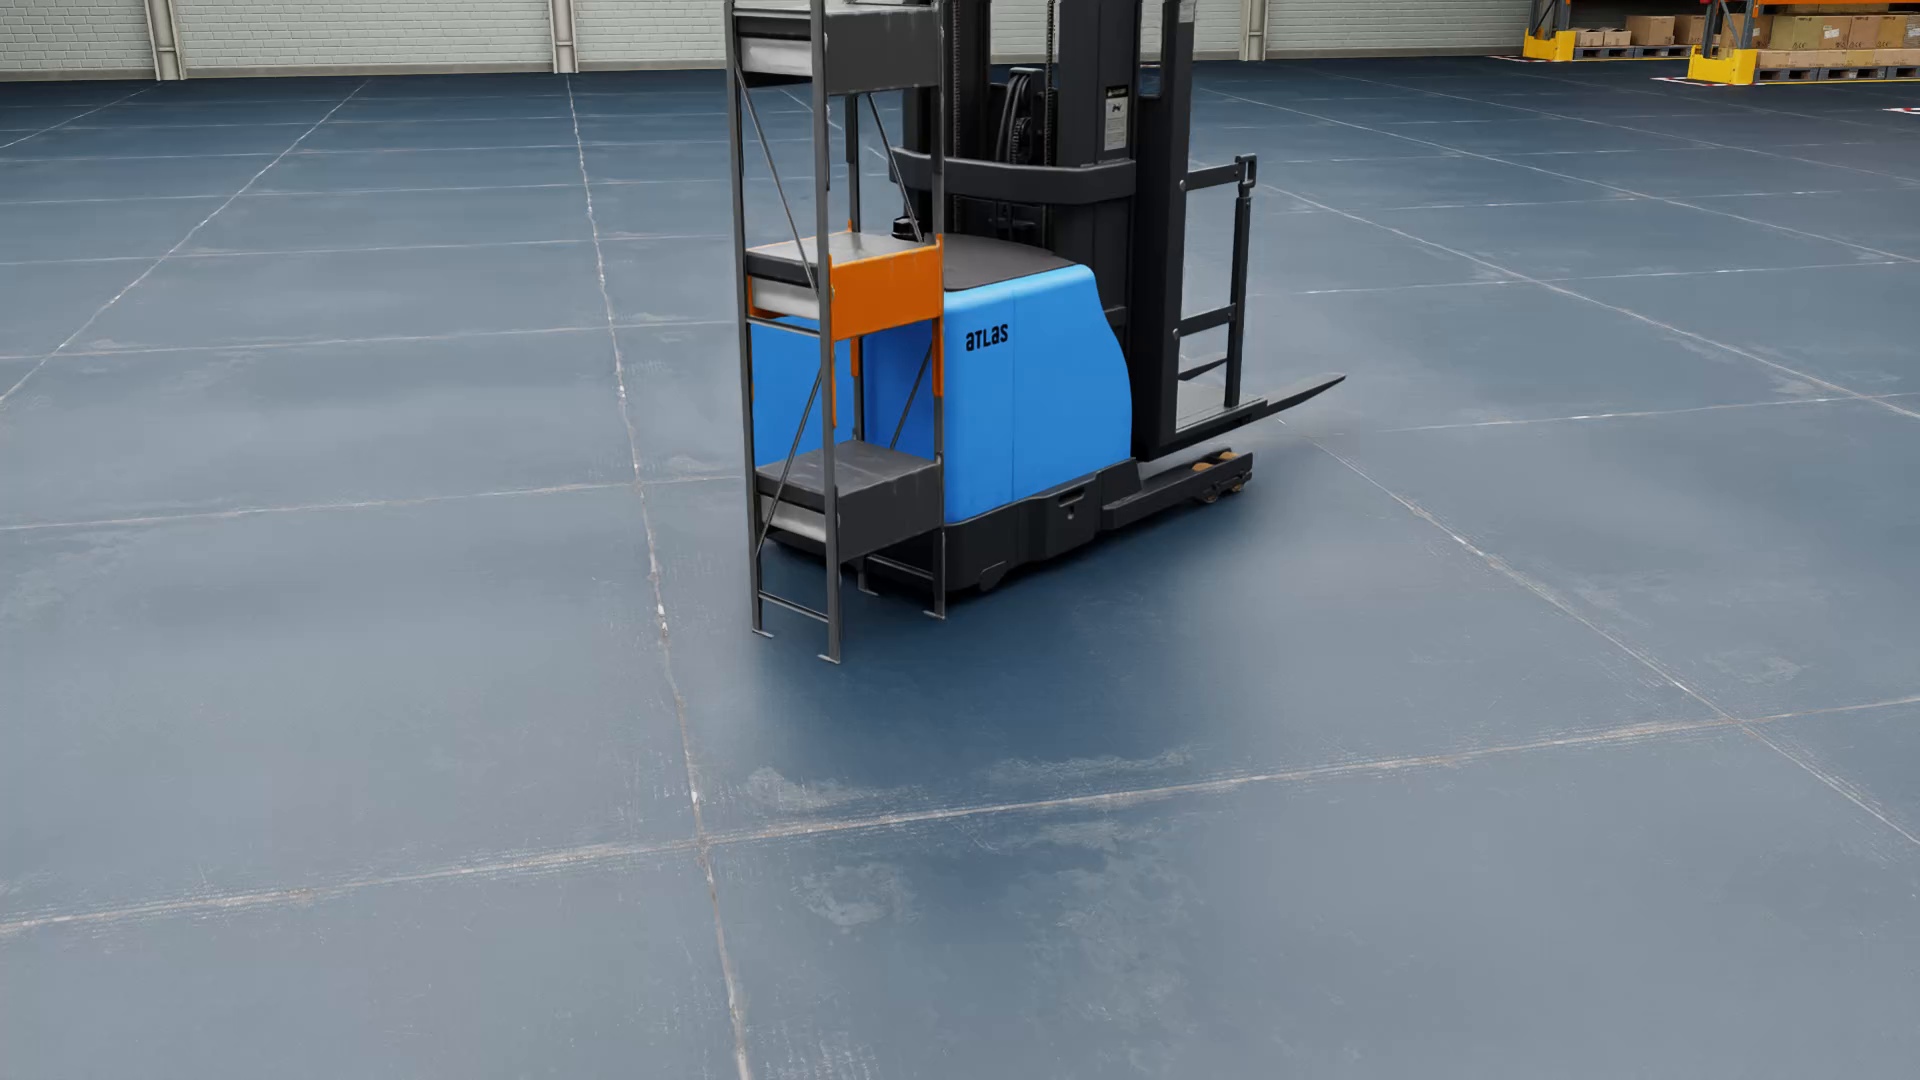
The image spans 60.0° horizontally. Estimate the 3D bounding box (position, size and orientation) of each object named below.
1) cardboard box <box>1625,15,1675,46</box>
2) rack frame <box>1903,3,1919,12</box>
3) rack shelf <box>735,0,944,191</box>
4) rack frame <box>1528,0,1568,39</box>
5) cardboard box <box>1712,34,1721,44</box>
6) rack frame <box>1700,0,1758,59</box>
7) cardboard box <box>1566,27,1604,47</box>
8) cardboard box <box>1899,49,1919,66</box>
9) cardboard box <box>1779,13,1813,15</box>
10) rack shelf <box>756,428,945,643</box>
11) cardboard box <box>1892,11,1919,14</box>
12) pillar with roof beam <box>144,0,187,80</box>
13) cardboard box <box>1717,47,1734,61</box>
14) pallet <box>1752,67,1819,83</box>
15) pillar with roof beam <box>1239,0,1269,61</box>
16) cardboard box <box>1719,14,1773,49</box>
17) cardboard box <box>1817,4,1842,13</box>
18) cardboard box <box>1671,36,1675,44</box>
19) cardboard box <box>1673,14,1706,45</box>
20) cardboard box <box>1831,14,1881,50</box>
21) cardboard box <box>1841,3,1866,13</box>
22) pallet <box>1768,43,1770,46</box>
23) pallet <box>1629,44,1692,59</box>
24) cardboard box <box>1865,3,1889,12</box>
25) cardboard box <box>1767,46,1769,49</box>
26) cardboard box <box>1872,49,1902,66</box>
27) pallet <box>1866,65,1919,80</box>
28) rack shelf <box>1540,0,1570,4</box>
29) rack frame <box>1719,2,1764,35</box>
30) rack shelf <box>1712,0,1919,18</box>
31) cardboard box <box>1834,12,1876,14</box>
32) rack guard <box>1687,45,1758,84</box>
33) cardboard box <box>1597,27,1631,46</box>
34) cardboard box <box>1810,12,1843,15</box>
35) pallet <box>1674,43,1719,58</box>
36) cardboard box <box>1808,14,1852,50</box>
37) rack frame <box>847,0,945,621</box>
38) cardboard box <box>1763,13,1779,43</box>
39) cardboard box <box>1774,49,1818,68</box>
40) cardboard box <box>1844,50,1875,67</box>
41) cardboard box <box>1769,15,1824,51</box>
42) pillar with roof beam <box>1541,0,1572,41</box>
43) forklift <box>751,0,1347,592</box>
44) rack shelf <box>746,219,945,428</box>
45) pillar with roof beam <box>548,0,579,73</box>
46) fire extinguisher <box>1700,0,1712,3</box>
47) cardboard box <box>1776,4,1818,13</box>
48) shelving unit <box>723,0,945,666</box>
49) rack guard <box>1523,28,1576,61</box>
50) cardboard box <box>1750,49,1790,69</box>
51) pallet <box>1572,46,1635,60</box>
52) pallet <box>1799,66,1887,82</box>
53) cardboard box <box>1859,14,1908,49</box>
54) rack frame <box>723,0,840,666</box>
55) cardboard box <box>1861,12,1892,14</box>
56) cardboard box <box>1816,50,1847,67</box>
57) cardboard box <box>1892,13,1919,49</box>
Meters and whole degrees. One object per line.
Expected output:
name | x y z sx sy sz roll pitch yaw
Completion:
cardboard box | 12.562 -9.293 30.318 0.500 0.500 0.700 -6 21 -16
rack frame | 18.373 -10.783 31.389 0.127 3.000 1.000 -5 21 -12
rack shelf | -0.367 -1.343 4.933 0.431 0.518 0.480 17 26 39
rack frame | 10.588 -10.149 29.661 0.127 3.000 1.000 -5 21 -12
cardboard box | 13.967 -9.290 30.793 0.250 0.166 0.380 -7 21 -20
rack frame | 11.731 -8.492 25.135 0.127 3.000 1.000 -5 21 -12
cardboard box | 11.282 -9.118 30.115 0.500 0.311 0.500 -7 21 -19
cardboard box | 14.734 -7.568 26.001 0.500 0.250 0.500 -5 21 -12
cardboard box | 13.154 -7.976 26.024 0.500 0.500 0.500 -5 21 -12
rack shelf | -0.367 -0.028 5.414 0.431 0.518 0.480 17 26 39
cardboard box | 15.100 -8.134 26.457 0.500 0.500 0.500 -5 21 -12
pillar with roof beam | -11.296 -9.971 20.451 0.400 9.000 9.100 -5 21 -12
cardboard box | 12.185 -7.539 25.921 0.500 0.250 0.500 -5 21 -12
pallet | 12.466 -7.257 25.818 1.213 0.211 1.003 -5 21 -12
pillar with roof beam | 6.221 -11.395 24.340 0.400 9.000 9.100 -5 21 -12
cardboard box | 12.185 -7.892 25.794 0.500 0.500 0.500 -5 21 -12
cardboard box | 16.126 -9.993 31.138 0.500 0.250 0.500 -5 21 -14
cardboard box | 12.919 -9.214 30.612 0.250 0.149 0.380 -6 21 -17
cardboard box | 13.479 -9.403 30.618 0.500 0.500 0.500 -6 21 -17
cardboard box | 13.765 -7.836 25.641 0.500 0.500 0.500 -5 21 -12
cardboard box | 16.616 -10.027 31.230 0.500 0.250 0.500 -5 21 -13
pallet | 15.238 -9.219 31.174 1.213 0.211 1.003 -5 21 -12
pallet | 12.645 -8.994 30.560 1.213 0.211 1.003 -5 21 -12
cardboard box | 17.115 -10.069 31.345 0.500 0.250 0.500 -4 21 -11
cardboard box | 12.669 -7.583 26.040 0.500 0.250 0.500 -5 21 -12
cardboard box | 14.251 -7.524 25.879 0.500 0.250 0.500 -5 21 -12
pallet | 14.840 -7.450 26.345 1.213 0.211 1.003 -5 21 -12
rack shelf | 12.534 -9.970 30.216 4.000 0.370 1.077 -5 21 -12
rack frame | 14.480 -10.466 30.525 0.127 3.000 1.000 -5 21 -12
rack shelf | 13.677 -8.312 25.691 4.000 0.370 1.077 -5 21 -12
cardboard box | 14.127 -8.055 26.240 0.500 0.500 0.500 -5 21 -12
rack guard | 11.708 -7.316 25.559 0.348 0.500 1.175 -5 21 -12
cardboard box | 11.836 -9.163 30.238 0.500 0.311 0.500 -3 20 -8
cardboard box | 13.641 -8.015 26.131 0.500 0.500 0.500 -5 21 -12
pallet | 13.835 -9.092 30.827 1.213 0.211 1.003 -5 21 -12
cardboard box | 13.274 -7.802 25.549 0.500 0.500 0.500 -5 21 -12
rack frame | -0.203 -0.761 5.339 0.400 2.100 0.015 17 26 39
cardboard box | 15.193 -9.563 31.053 0.500 0.500 0.700 -4 20 -11
cardboard box | 12.790 -7.406 25.559 0.500 0.250 0.500 -5 21 -12
cardboard box | 13.764 -7.484 25.771 0.500 0.250 0.500 -5 21 -12
cardboard box | 12.790 -7.758 25.429 0.500 0.500 0.500 -5 21 -12
pillar with roof beam | 12.060 -11.870 25.636 0.400 9.000 9.100 -5 21 -12
forklift | 0.558 -1.626 6.492 1.130 2.935 3.031 17 26 38
rack shelf | -0.367 -0.686 5.173 0.431 0.518 0.480 17 26 39
pillar with roof beam | -5.457 -10.446 21.747 0.400 9.000 9.100 -5 21 -12
fire extinguisher | 11.509 -8.601 25.547 0.183 0.674 0.296 -5 21 -12
cardboard box | 15.621 -9.951 31.023 0.500 0.250 0.500 -5 21 -14
shelving unit | -0.367 -0.699 5.169 0.431 2.100 0.503 17 26 39
rack guard | 10.662 -8.982 30.107 0.348 0.500 1.175 -5 21 -12
cardboard box | 12.304 -7.366 25.448 0.500 0.250 0.500 -5 21 -12
pallet | 11.460 -8.899 30.300 1.213 0.211 1.003 -5 21 -12
pallet | 13.651 -7.352 26.078 1.213 0.211 1.003 -5 21 -12
cardboard box | 14.248 -7.880 25.762 0.500 0.500 0.500 -5 21 -12
rack frame | -0.530 -0.636 4.999 0.400 2.100 0.015 17 26 39
cardboard box | 14.616 -8.092 26.341 0.500 0.500 0.500 -5 21 -12
cardboard box | 13.277 -7.446 25.667 0.500 0.250 0.500 -5 21 -12
cardboard box | 14.734 -7.921 25.873 0.500 0.500 0.500 -5 21 -12
